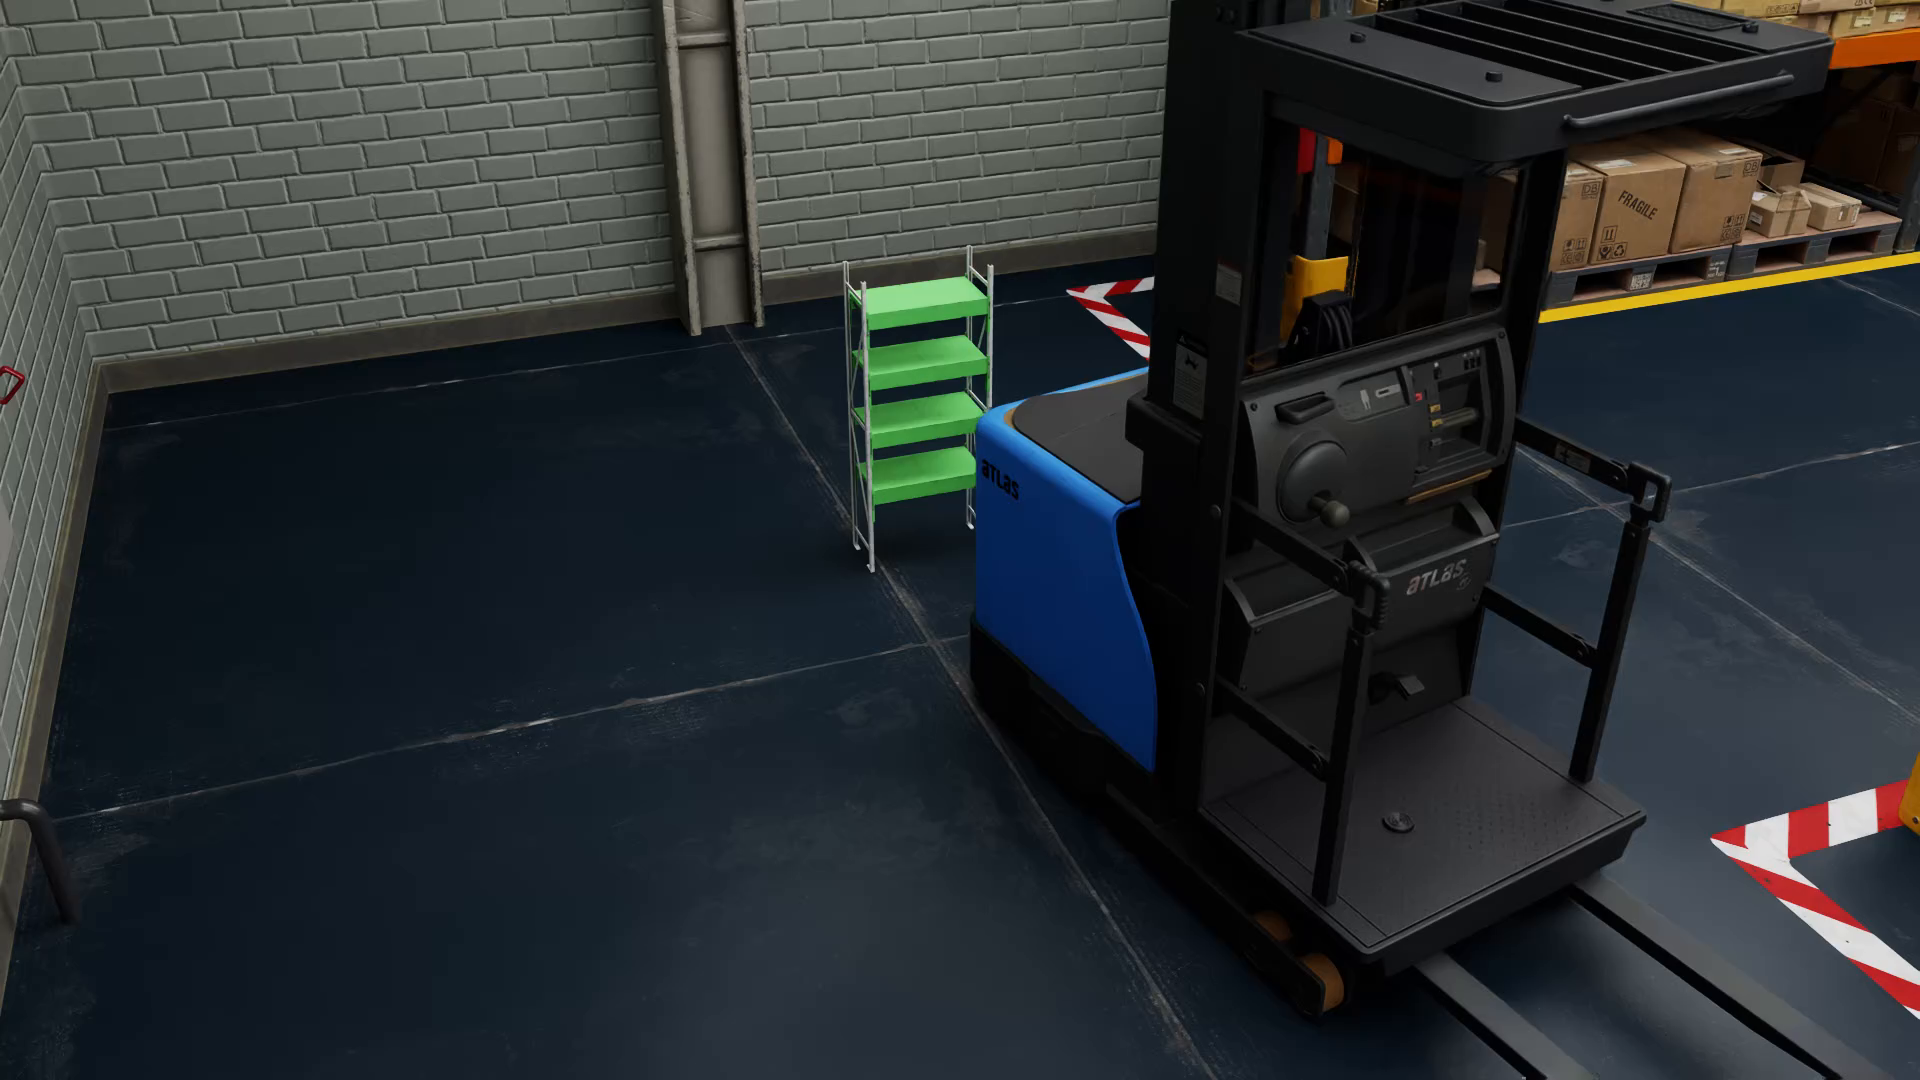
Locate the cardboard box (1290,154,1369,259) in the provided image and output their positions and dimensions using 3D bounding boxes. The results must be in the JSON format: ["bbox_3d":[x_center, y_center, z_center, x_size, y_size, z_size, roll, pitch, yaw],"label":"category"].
[{"bbox_3d":[2.186,-1.671,8.750,0.637,0.503,0.797,-12,32,-20],"label":"cardboard box"}]

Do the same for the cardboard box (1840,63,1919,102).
[{"bbox_3d":[5.573,-2.777,10.040,0.250,0.149,0.380,-12,32,-20],"label":"cardboard box"}]

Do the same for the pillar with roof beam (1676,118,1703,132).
[{"bbox_3d":[5.863,-4.109,4.872,0.400,9.000,9.100,-10,31,-18],"label":"pillar with roof beam"}]

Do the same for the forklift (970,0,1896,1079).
[{"bbox_3d":[1.235,-0.257,4.239,1.130,2.935,3.031,-17,34,-27],"label":"forklift"}]

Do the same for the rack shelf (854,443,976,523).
[{"bbox_3d":[-0.155,-0.229,6.553,0.480,0.148,0.258,-10,31,-18],"label":"rack shelf"}]

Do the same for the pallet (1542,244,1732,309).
[{"bbox_3d":[3.539,-1.659,9.450,1.213,0.211,1.003,-10,31,-18],"label":"pallet"}]

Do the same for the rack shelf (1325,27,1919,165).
[{"bbox_3d":[3.454,-2.544,8.912,4.000,0.370,1.077,-10,31,-18],"label":"rack shelf"}]

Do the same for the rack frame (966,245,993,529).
[{"bbox_3d":[0.074,-0.535,6.477,0.015,1.200,0.240,-10,31,-18],"label":"rack frame"}]

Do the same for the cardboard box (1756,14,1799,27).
[{"bbox_3d":[4.161,-2.719,8.747,0.250,0.149,0.380,-11,31,-18],"label":"cardboard box"}]

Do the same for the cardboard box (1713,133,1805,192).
[{"bbox_3d":[4.627,-2.211,9.893,0.500,0.311,0.500,-9,31,-16],"label":"cardboard box"}]

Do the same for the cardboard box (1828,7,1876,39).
[{"bbox_3d":[4.646,-2.809,8.904,0.250,0.149,0.380,-10,31,-16],"label":"cardboard box"}]

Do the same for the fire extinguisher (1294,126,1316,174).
[{"bbox_3d":[1.603,-2.076,7.818,0.183,0.674,0.296,-10,31,-18],"label":"fire extinguisher"}]

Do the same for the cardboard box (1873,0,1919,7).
[{"bbox_3d":[4.936,-3.065,8.950,0.500,0.250,0.500,-10,31,-16],"label":"cardboard box"}]

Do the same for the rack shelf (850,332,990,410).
[{"bbox_3d":[-0.155,-0.646,6.316,0.480,0.148,0.258,-10,31,-18],"label":"rack shelf"}]

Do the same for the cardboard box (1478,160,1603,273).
[{"bbox_3d":[3.001,-1.799,8.978,0.500,0.500,0.700,-9,31,-16],"label":"cardboard box"}]

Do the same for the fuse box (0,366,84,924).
[{"bbox_3d":[-2.558,0.335,4.433,0.414,1.711,0.539,-10,31,-18],"label":"fuse box"}]

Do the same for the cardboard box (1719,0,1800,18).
[{"bbox_3d":[4.000,-2.891,8.646,0.500,0.250,0.500,-11,31,-18],"label":"cardboard box"}]

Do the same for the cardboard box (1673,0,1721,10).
[{"bbox_3d":[3.517,-2.803,8.491,0.500,0.250,0.500,-11,32,-19],"label":"cardboard box"}]

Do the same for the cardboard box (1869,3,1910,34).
[{"bbox_3d":[4.881,-2.865,9.003,0.250,0.149,0.380,-10,31,-16],"label":"cardboard box"}]

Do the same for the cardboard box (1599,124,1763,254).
[{"bbox_3d":[3.974,-1.978,9.292,0.500,0.500,0.700,-12,32,-19],"label":"cardboard box"}]

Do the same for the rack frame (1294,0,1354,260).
[{"bbox_3d":[1.580,-2.511,8.128,0.127,3.000,1.000,-10,31,-18],"label":"rack frame"}]

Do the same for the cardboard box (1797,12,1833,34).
[{"bbox_3d":[4.391,-2.777,8.847,0.250,0.149,0.380,-10,31,-16],"label":"cardboard box"}]

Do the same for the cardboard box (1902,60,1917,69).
[{"bbox_3d":[5.818,-2.825,10.124,0.250,0.149,0.380,-10,31,-18],"label":"cardboard box"}]

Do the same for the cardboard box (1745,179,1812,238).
[{"bbox_3d":[4.574,-1.902,9.396,0.258,0.266,0.396,-9,31,-16],"label":"cardboard box"}]

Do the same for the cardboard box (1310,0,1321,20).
[{"bbox_3d":[1.918,-2.778,8.447,0.500,0.250,0.500,-10,31,-16],"label":"cardboard box"}]

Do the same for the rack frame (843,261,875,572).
[{"bbox_3d":[-0.384,-0.451,6.329,0.015,1.200,0.240,-10,31,-18],"label":"rack frame"}]

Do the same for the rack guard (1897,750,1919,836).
[{"bbox_3d":[3.291,0.881,4.698,0.348,0.500,1.175,-10,31,-18],"label":"rack guard"}]

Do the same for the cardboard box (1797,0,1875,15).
[{"bbox_3d":[4.472,-2.971,8.786,0.500,0.250,0.500,-10,31,-17],"label":"cardboard box"}]

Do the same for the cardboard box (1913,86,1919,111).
[{"bbox_3d":[5.758,-2.518,9.586,0.250,0.149,0.380,-9,31,-15],"label":"cardboard box"}]

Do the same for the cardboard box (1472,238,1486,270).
[{"bbox_3d":[2.598,-1.572,8.935,0.250,0.149,0.380,-12,32,-20],"label":"cardboard box"}]

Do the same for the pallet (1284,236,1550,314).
[{"bbox_3d":[2.398,-1.451,9.083,1.213,0.211,1.003,-10,31,-18],"label":"pallet"}]

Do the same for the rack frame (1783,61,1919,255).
[{"bbox_3d":[5.329,-3.202,9.340,0.127,3.000,1.000,-10,31,-18],"label":"rack frame"}]

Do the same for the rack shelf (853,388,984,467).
[{"bbox_3d":[-0.155,-0.437,6.434,0.480,0.148,0.258,-10,31,-18],"label":"rack shelf"}]

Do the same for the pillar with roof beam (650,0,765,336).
[{"bbox_3d":[0.239,-3.073,3.054,0.400,9.000,9.100,-10,31,-18],"label":"pillar with roof beam"}]

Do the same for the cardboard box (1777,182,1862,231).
[{"bbox_3d":[4.909,-1.913,9.533,0.250,0.149,0.380,-11,32,-19],"label":"cardboard box"}]

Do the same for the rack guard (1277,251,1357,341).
[{"bbox_3d":[1.651,-1.438,8.769,0.348,0.500,1.175,-10,31,-18],"label":"rack guard"}]

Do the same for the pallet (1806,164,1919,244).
[{"bbox_3d":[6.078,-2.148,10.307,1.213,0.211,1.003,-10,31,-18],"label":"pallet"}]

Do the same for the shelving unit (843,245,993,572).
[{"bbox_3d":[-0.155,-0.493,6.403,0.503,1.200,0.258,-10,31,-18],"label":"shelving unit"}]

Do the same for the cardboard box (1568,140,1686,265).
[{"bbox_3d":[3.531,-1.844,9.057,0.500,0.500,0.500,-10,31,-17],"label":"cardboard box"}]

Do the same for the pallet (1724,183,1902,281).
[{"bbox_3d":[4.685,-1.872,9.823,1.213,0.211,1.003,-10,31,-18],"label":"pallet"}]

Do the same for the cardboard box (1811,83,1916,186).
[{"bbox_3d":[5.686,-2.520,10.244,0.500,0.500,0.500,-11,31,-18],"label":"cardboard box"}]

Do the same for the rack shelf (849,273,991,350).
[{"bbox_3d":[-0.155,-0.854,6.197,0.480,0.148,0.258,-10,31,-18],"label":"rack shelf"}]

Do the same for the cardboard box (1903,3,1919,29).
[{"bbox_3d":[5.118,-2.920,9.099,0.250,0.149,0.380,-10,31,-17],"label":"cardboard box"}]

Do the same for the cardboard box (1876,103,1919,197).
[{"bbox_3d":[5.860,-2.277,9.818,0.500,0.500,0.500,-9,31,-15],"label":"cardboard box"}]

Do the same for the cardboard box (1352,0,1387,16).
[{"bbox_3d":[2.099,-2.529,8.009,0.500,0.250,0.500,-10,31,-17],"label":"cardboard box"}]

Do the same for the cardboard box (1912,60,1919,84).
[{"bbox_3d":[5.736,-2.676,9.562,0.250,0.149,0.380,-11,31,-18],"label":"cardboard box"}]
